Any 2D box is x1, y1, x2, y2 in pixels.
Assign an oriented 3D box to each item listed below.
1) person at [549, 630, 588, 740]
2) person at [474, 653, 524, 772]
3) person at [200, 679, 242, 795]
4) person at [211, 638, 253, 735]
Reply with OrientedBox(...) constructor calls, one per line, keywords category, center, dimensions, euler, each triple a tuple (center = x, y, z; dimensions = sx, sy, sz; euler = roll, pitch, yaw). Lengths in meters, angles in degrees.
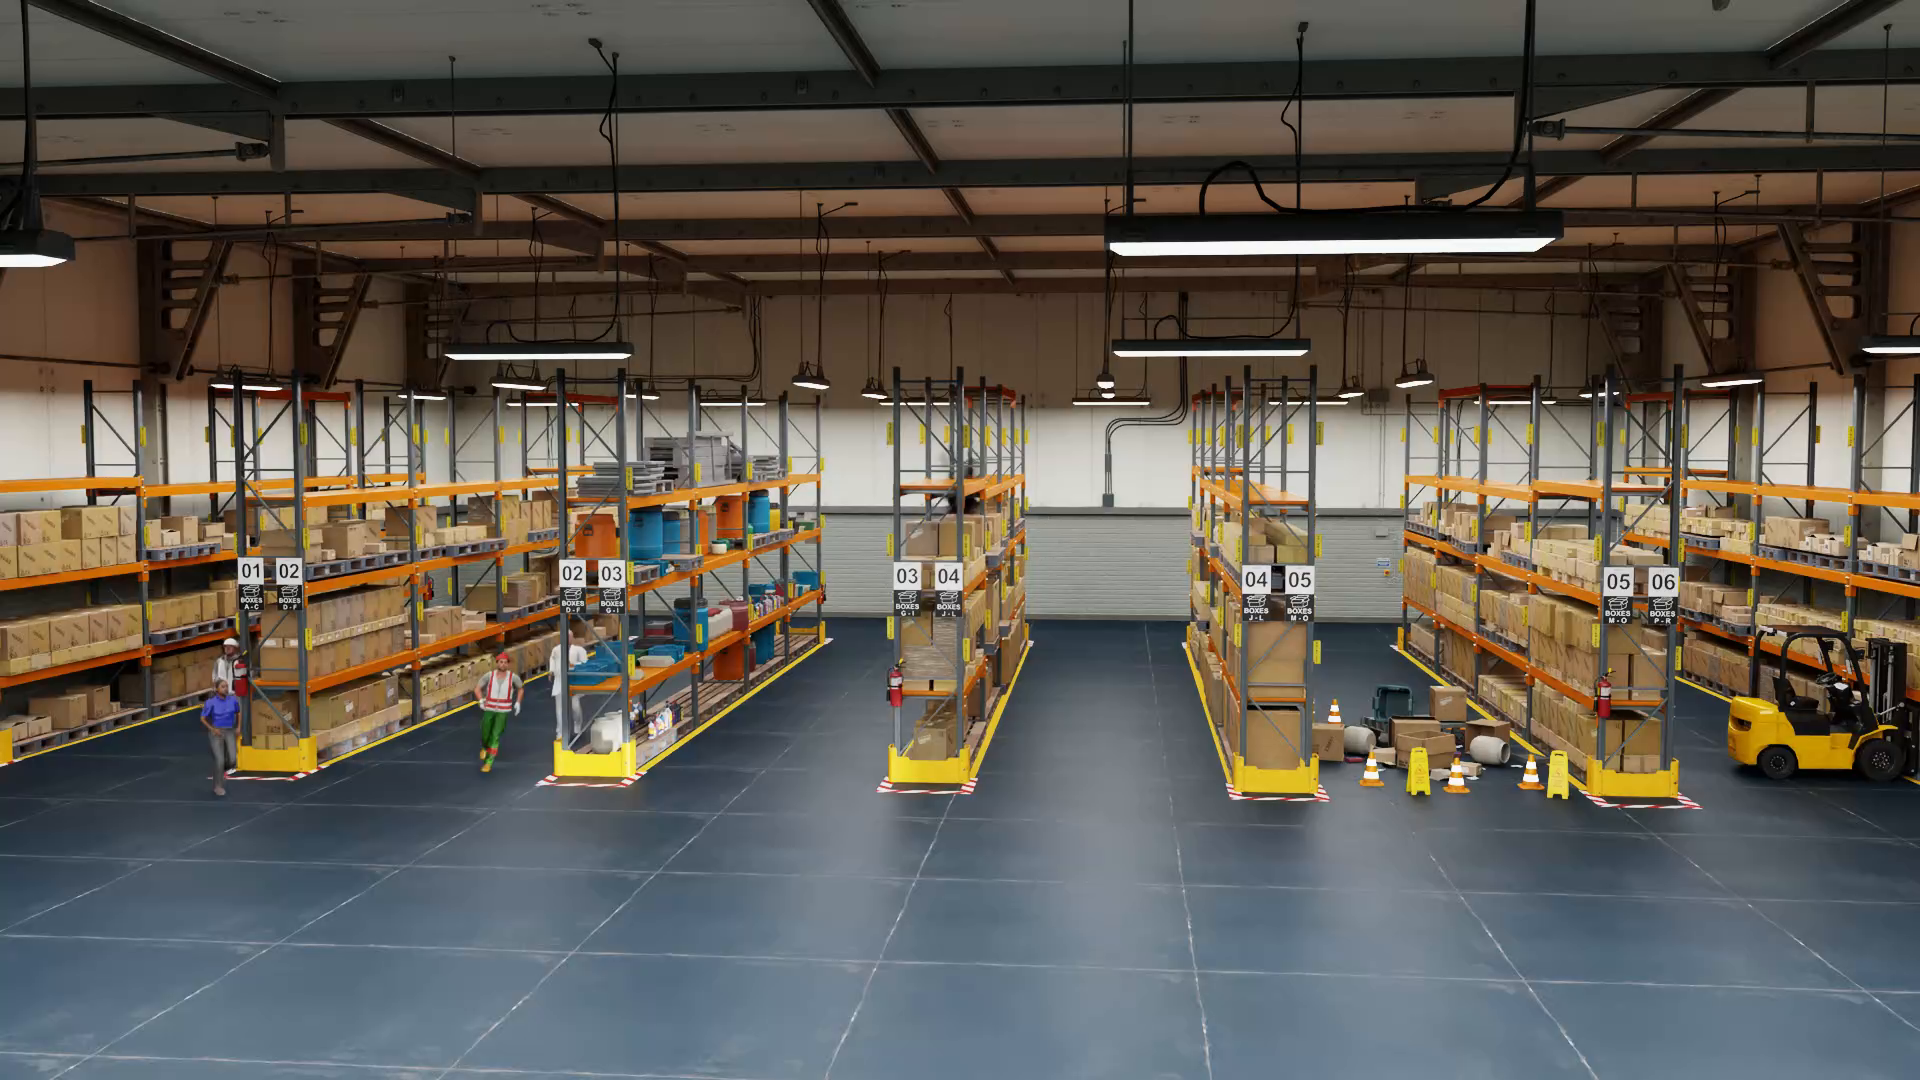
OrientedBox(category="person", center=(-6.464, 2.379, 27.436), dimensions=(0.695, 1.781, 1.045), euler=(0, 4, -1))
OrientedBox(category="person", center=(-6.948, 2.577, 25.073), dimensions=(0.718, 1.729, 0.865), euler=(-1, 4, -12))
OrientedBox(category="person", center=(-10.367, 2.758, 23.394), dimensions=(0.588, 1.618, 0.615), euler=(3, 5, 42))
OrientedBox(category="person", center=(-11.813, 2.459, 26.987), dimensions=(0.670, 1.746, 0.617), euler=(0, 4, -3))
